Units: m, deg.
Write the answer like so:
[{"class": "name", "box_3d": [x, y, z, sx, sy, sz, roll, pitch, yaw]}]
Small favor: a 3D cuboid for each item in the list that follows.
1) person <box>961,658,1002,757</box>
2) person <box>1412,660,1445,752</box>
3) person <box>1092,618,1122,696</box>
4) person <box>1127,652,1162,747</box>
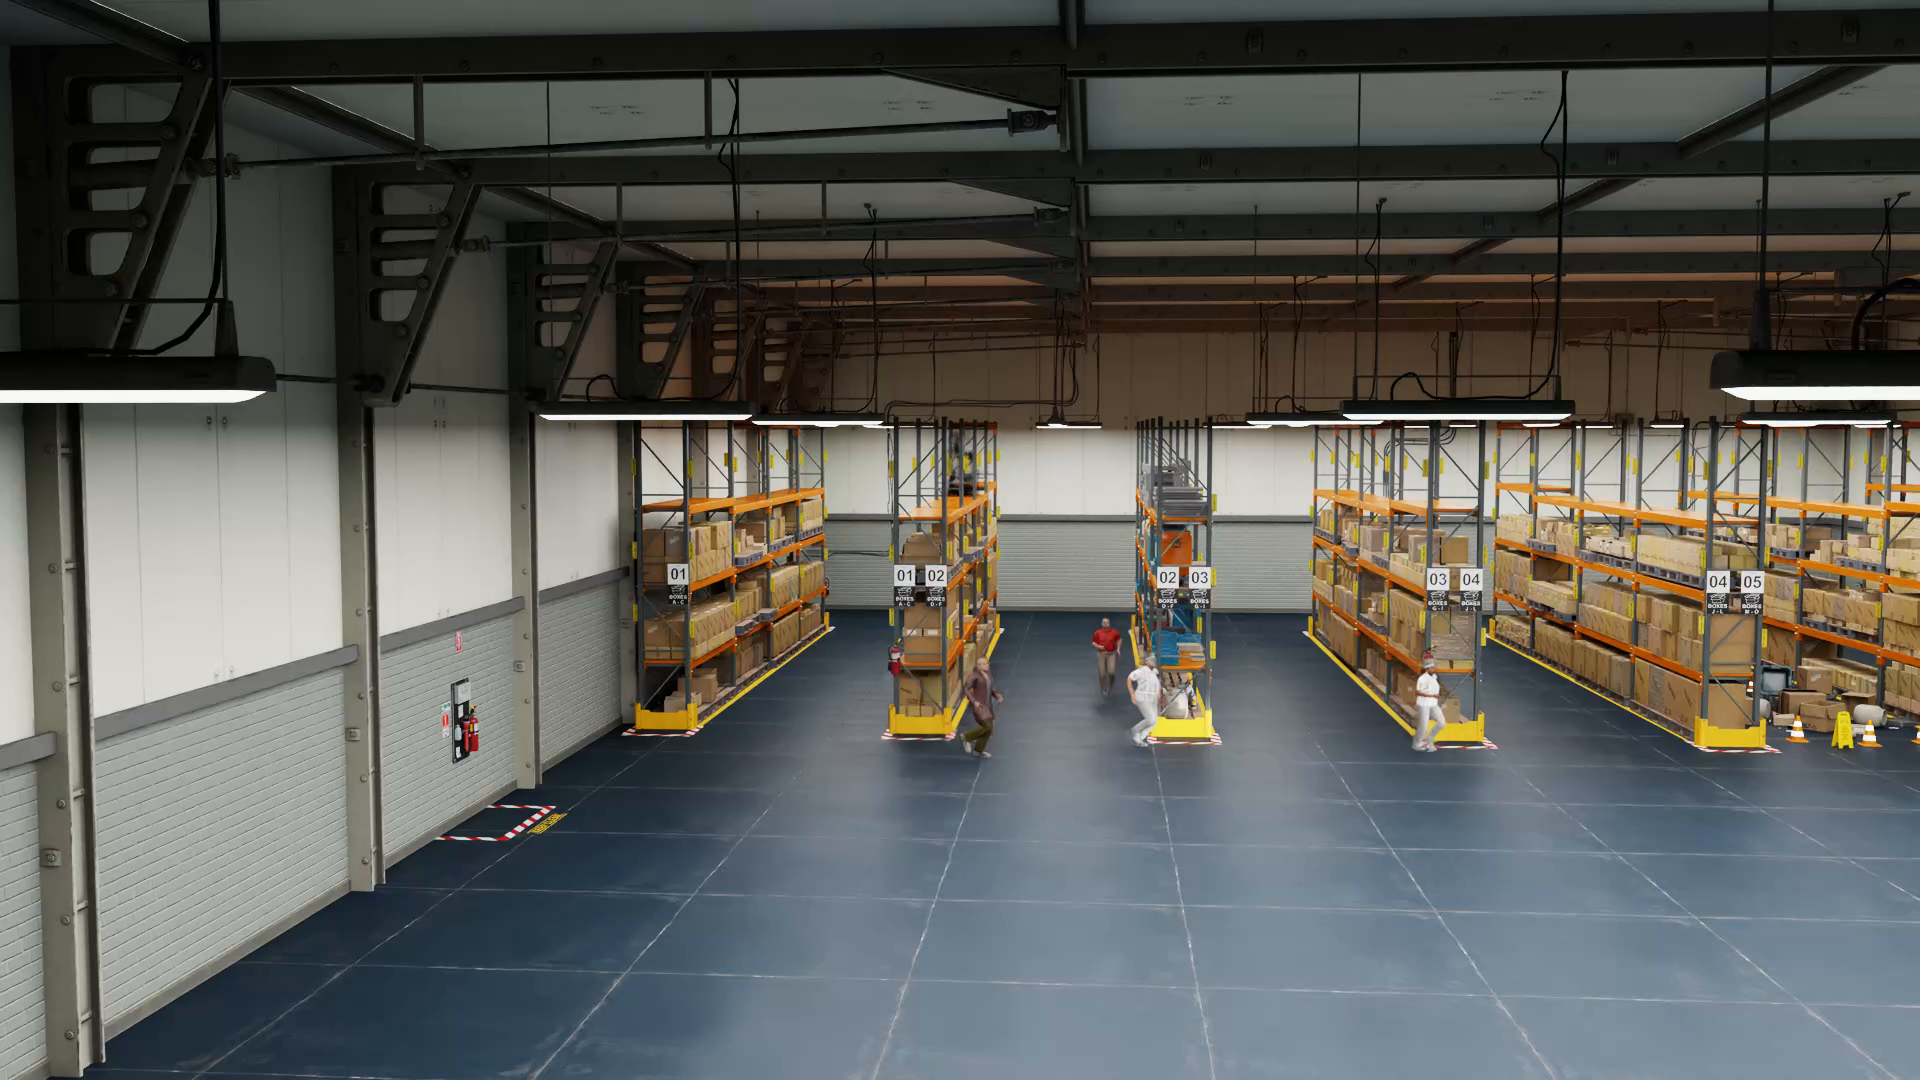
[{"class": "person", "box_3d": [0.399, 2.945, 29.278, 0.673, 1.748, 0.700, 3, 5, 37]}, {"class": "person", "box_3d": [8.364, 2.951, 29.594, 0.580, 1.678, 0.667, -2, 4, -32]}, {"class": "person", "box_3d": [3.150, 2.527, 35.839, 0.623, 1.689, 0.648, 0, 4, 4]}, {"class": "person", "box_3d": [3.414, 2.890, 30.121, 0.696, 1.711, 0.555, -4, 5, -44]}]
